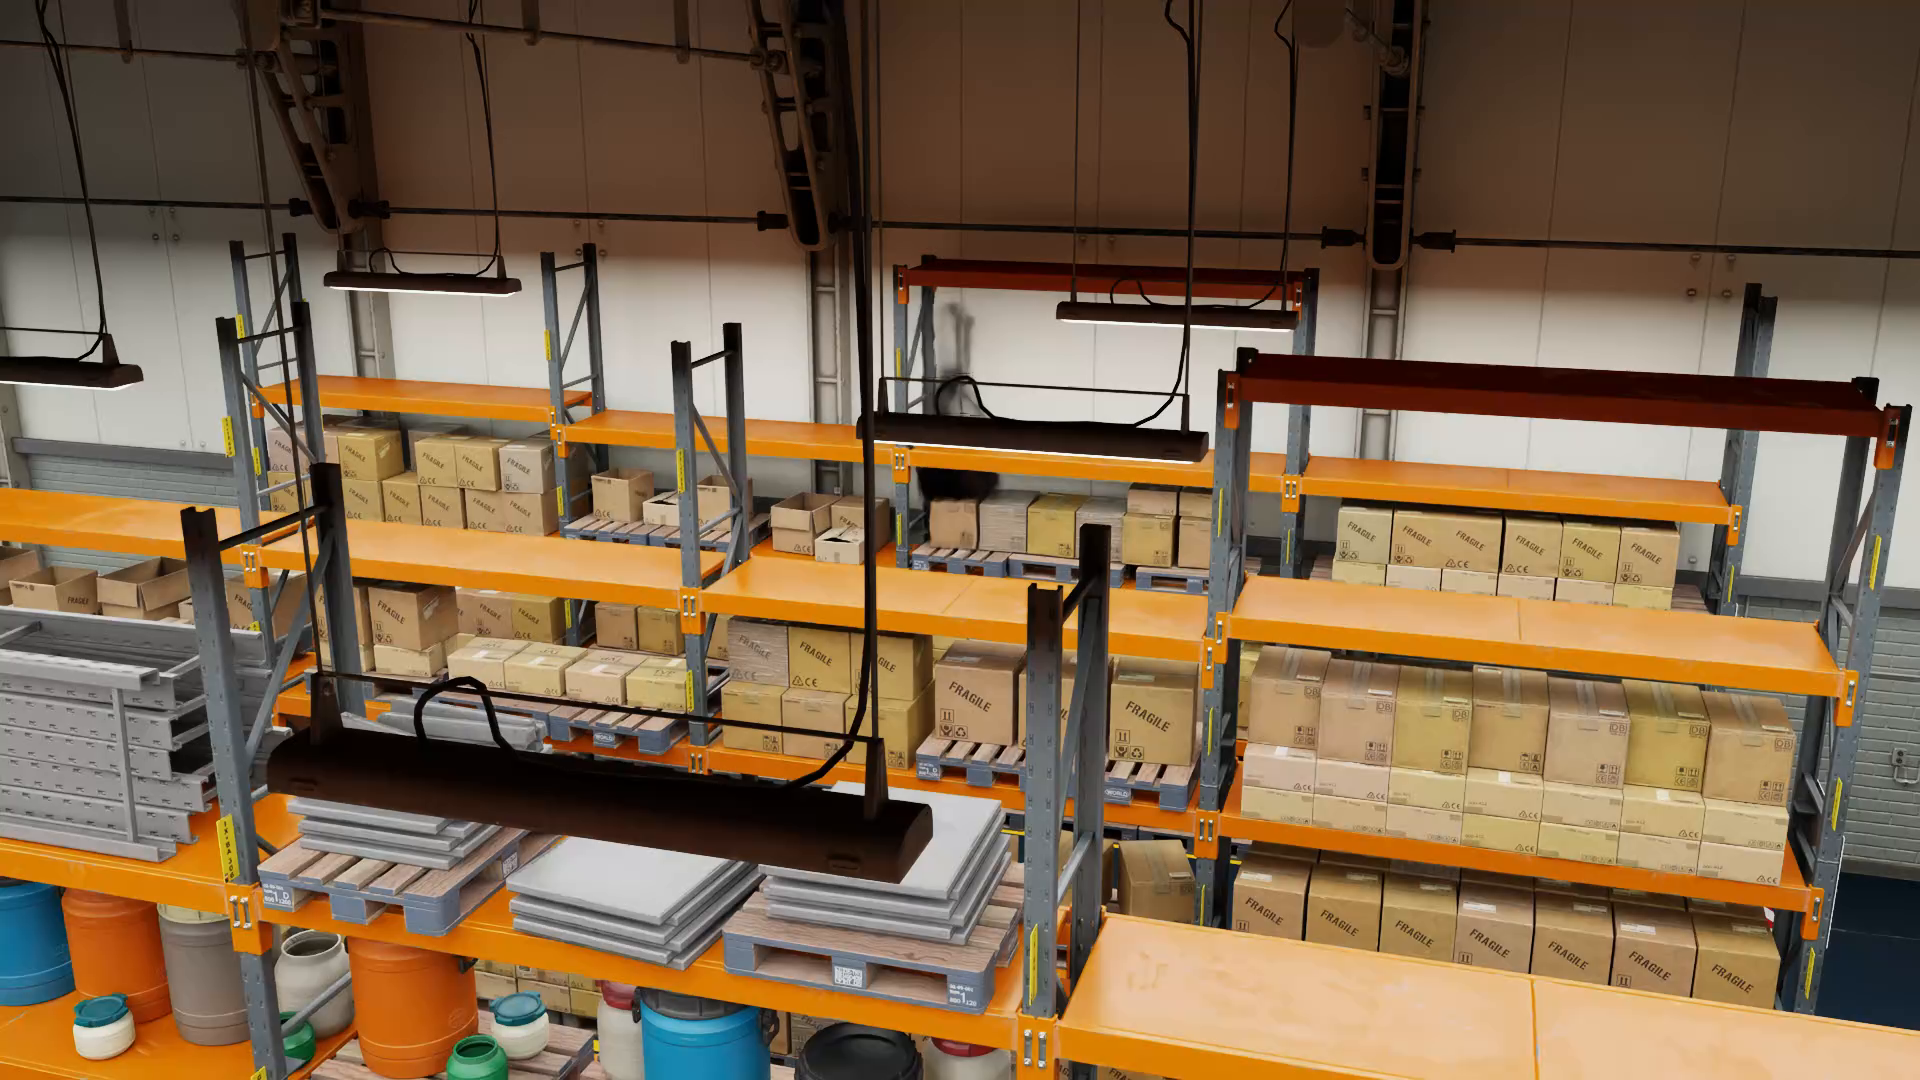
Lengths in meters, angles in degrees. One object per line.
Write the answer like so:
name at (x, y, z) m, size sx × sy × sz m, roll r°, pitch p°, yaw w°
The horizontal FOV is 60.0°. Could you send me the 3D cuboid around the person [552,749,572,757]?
person at (-3.767, 2.785, 15.957) m, size 0.865 × 1.842 × 0.659 m, roll 5°, pitch 17°, yaw 16°
